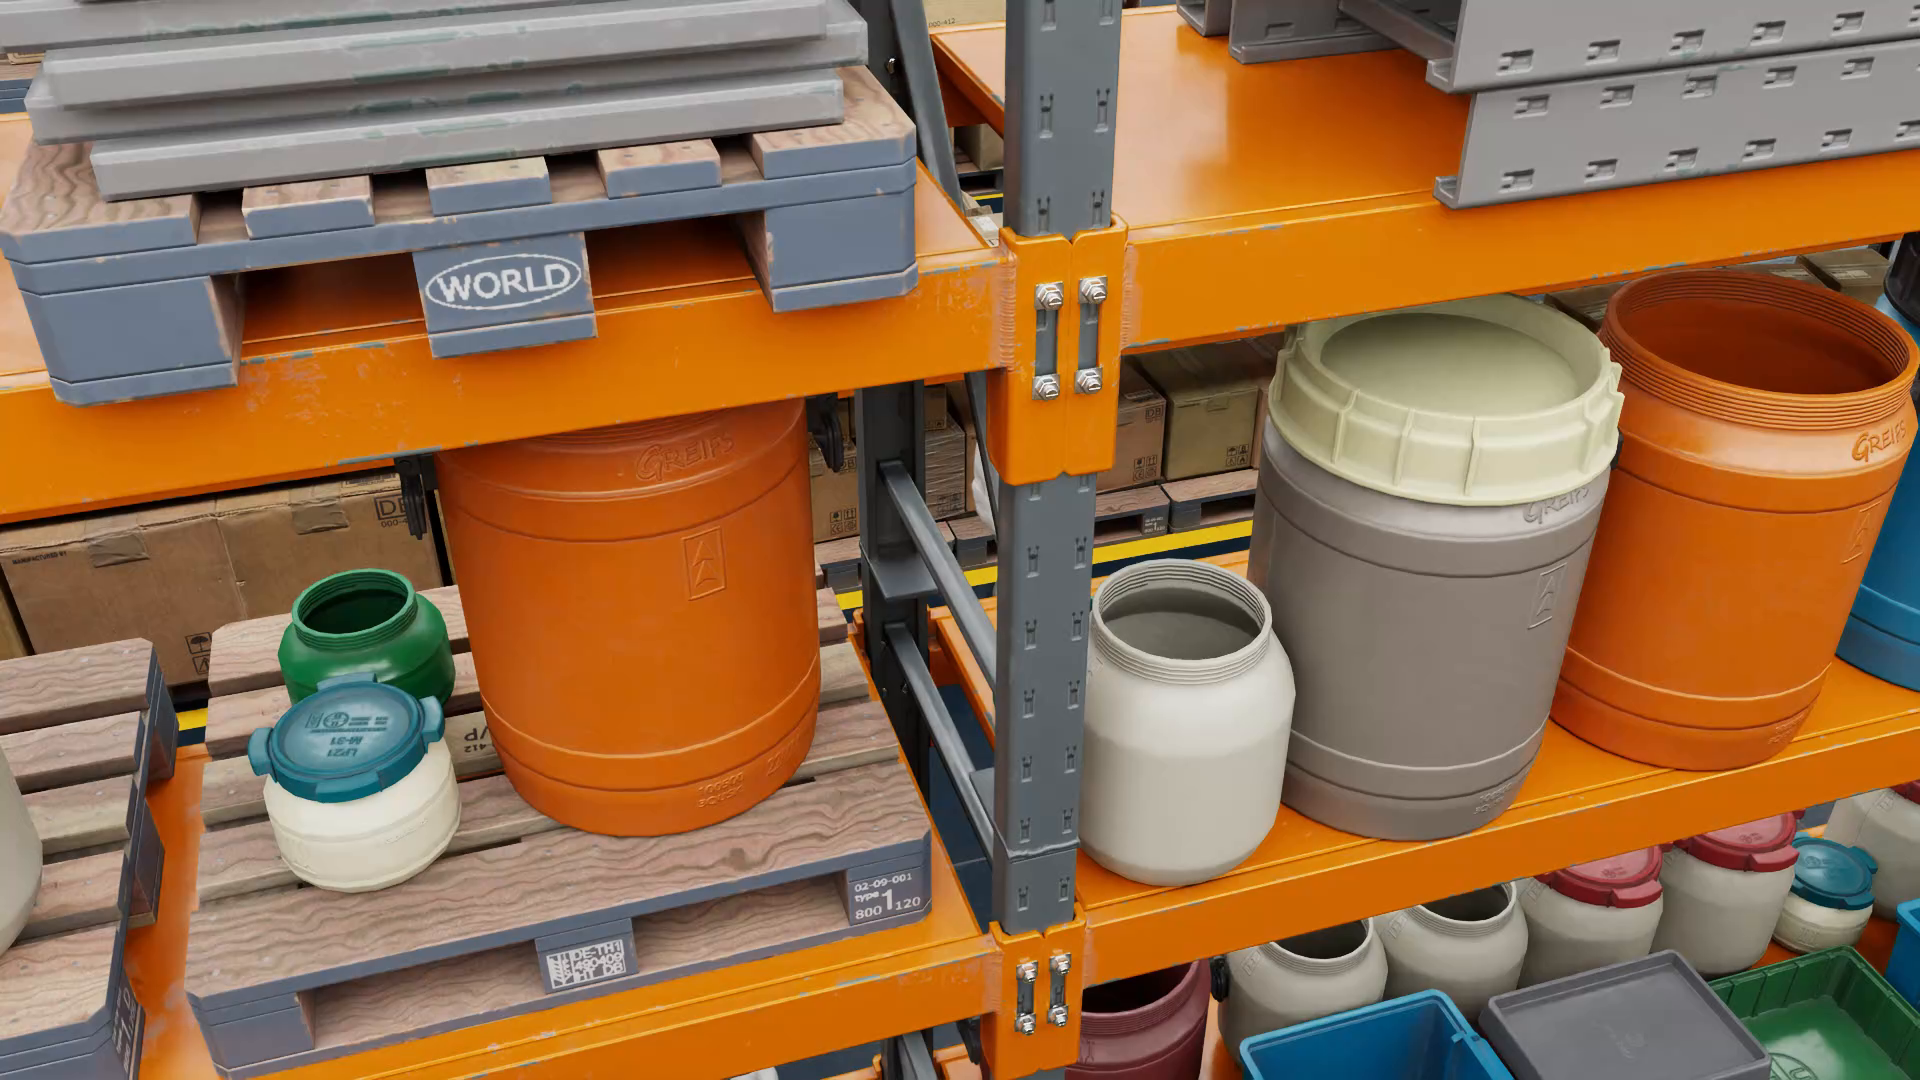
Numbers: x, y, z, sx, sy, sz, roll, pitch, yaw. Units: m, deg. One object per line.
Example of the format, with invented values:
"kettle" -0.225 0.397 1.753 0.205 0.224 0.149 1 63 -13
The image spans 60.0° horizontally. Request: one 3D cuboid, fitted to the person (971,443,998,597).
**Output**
"person" 0.307 -0.137 7.632 0.467 1.759 0.629 -12 36 -17
